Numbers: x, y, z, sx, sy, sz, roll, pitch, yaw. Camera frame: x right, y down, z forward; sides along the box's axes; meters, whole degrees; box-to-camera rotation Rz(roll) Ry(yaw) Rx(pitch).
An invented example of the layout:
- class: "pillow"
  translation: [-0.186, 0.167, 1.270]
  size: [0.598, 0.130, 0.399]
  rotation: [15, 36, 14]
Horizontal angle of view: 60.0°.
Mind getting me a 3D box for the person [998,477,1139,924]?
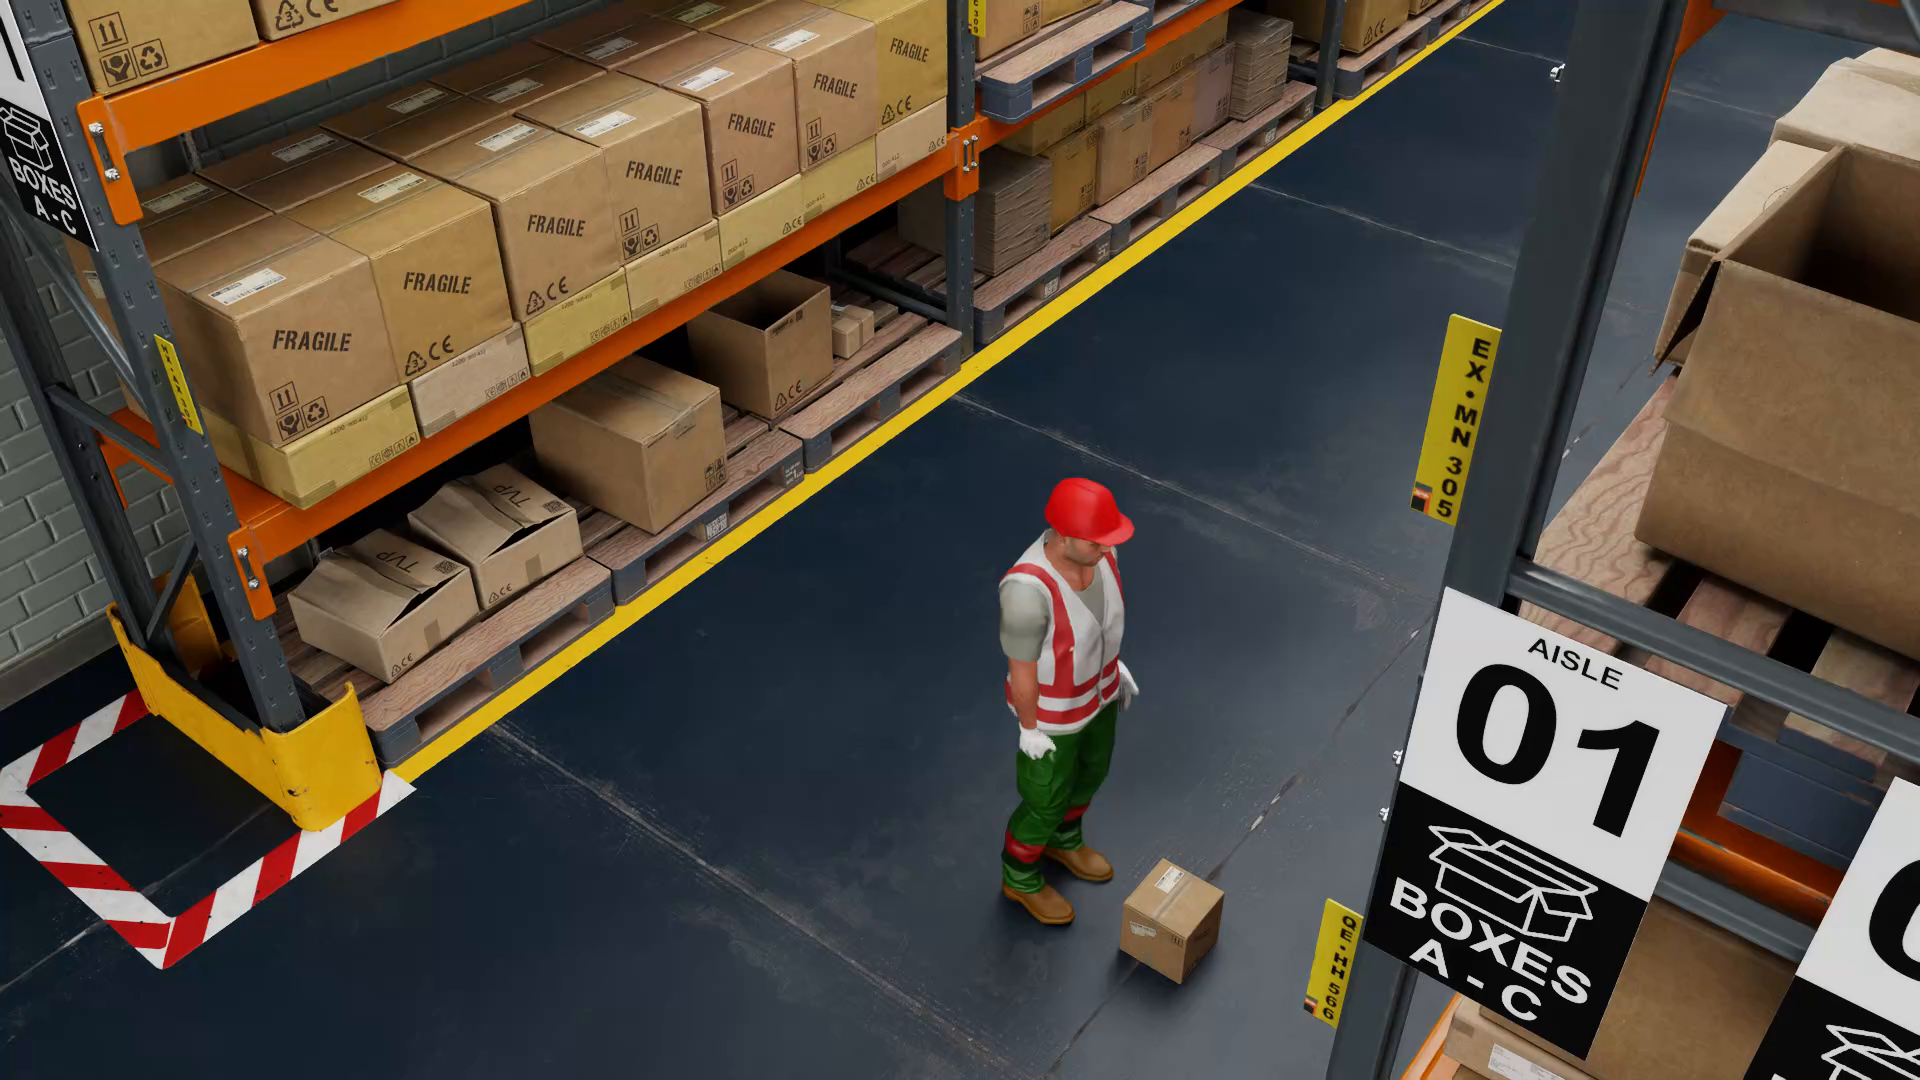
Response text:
- class: "person"
  translation: [0.354, 0.525, 5.485]
  size: [0.351, 1.782, 0.528]
  rotation: [26, 46, 29]
